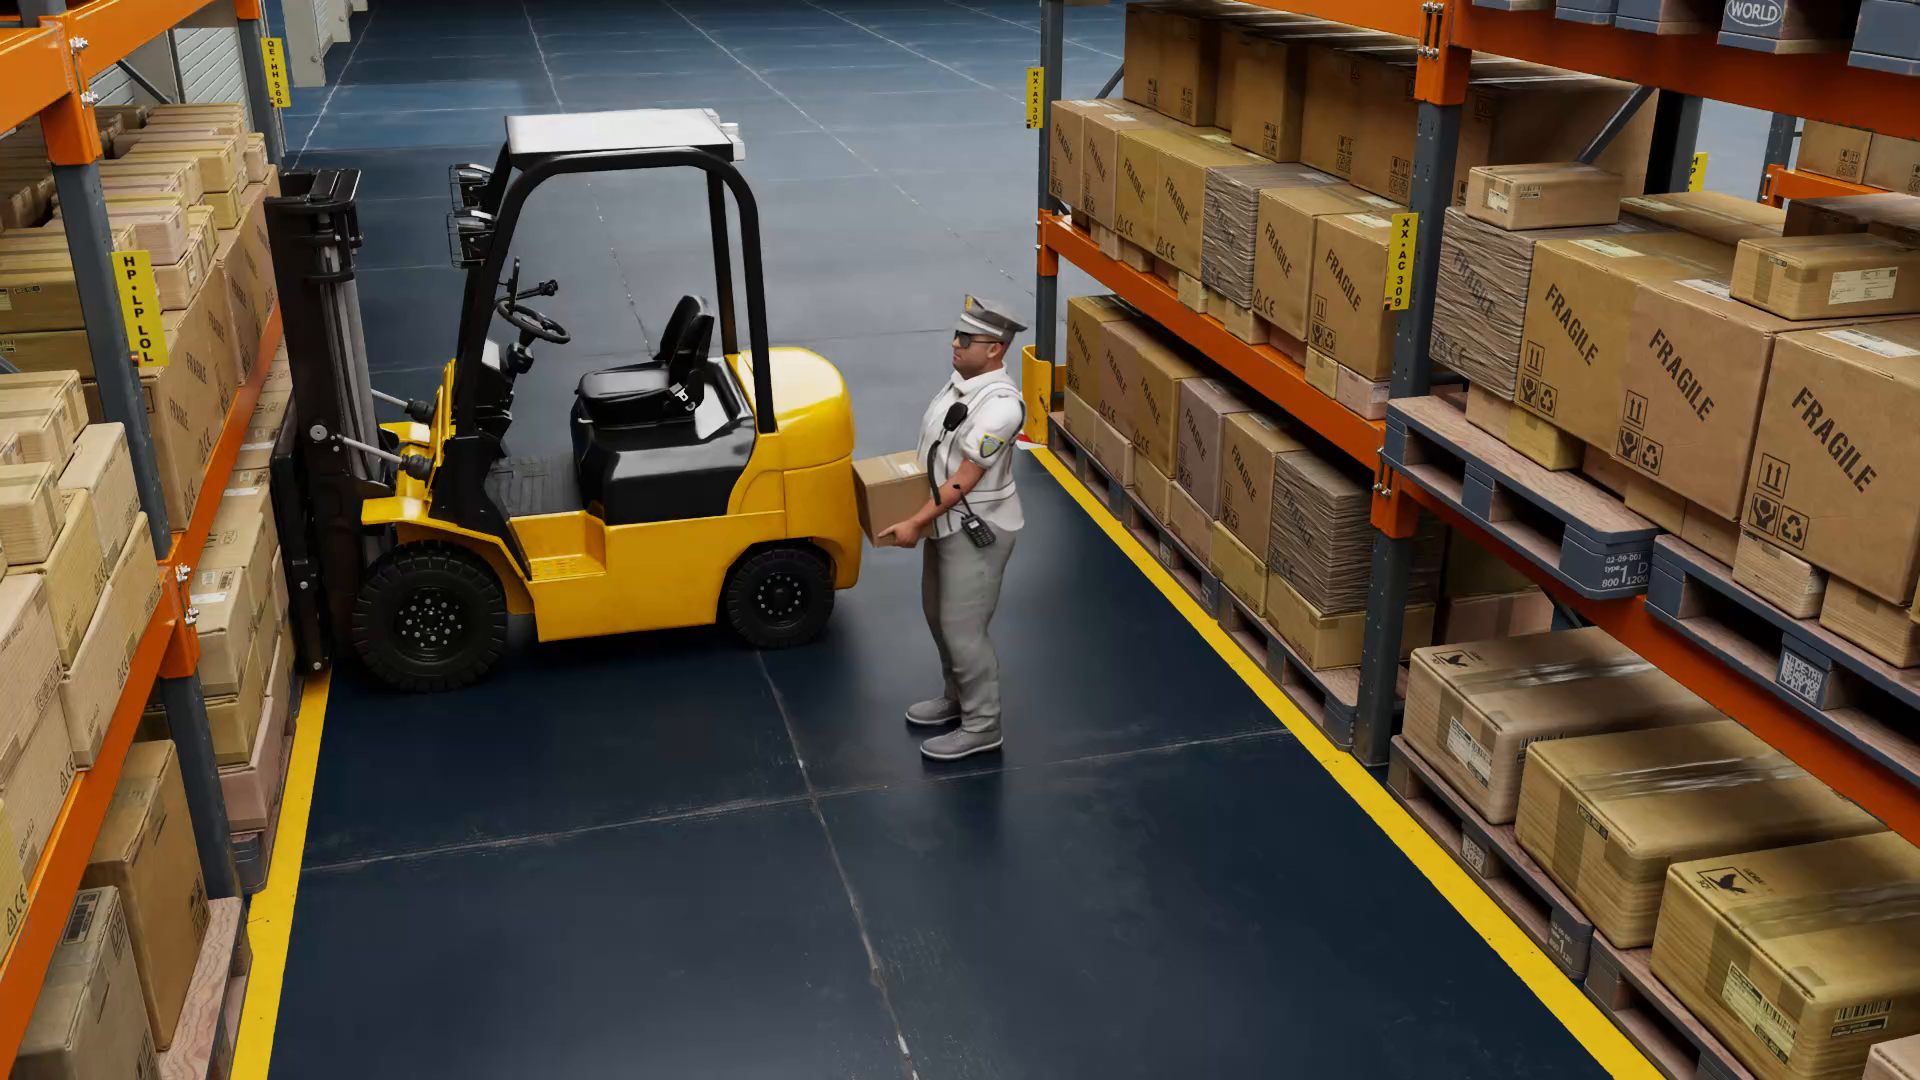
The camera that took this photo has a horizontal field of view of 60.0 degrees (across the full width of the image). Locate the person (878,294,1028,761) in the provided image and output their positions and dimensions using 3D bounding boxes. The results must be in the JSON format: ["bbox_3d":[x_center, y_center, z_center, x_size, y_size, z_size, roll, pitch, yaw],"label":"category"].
[{"bbox_3d":[-0.049,-0.045,6.167,0.573,1.768,0.494,-6,24,-14],"label":"person"}]
